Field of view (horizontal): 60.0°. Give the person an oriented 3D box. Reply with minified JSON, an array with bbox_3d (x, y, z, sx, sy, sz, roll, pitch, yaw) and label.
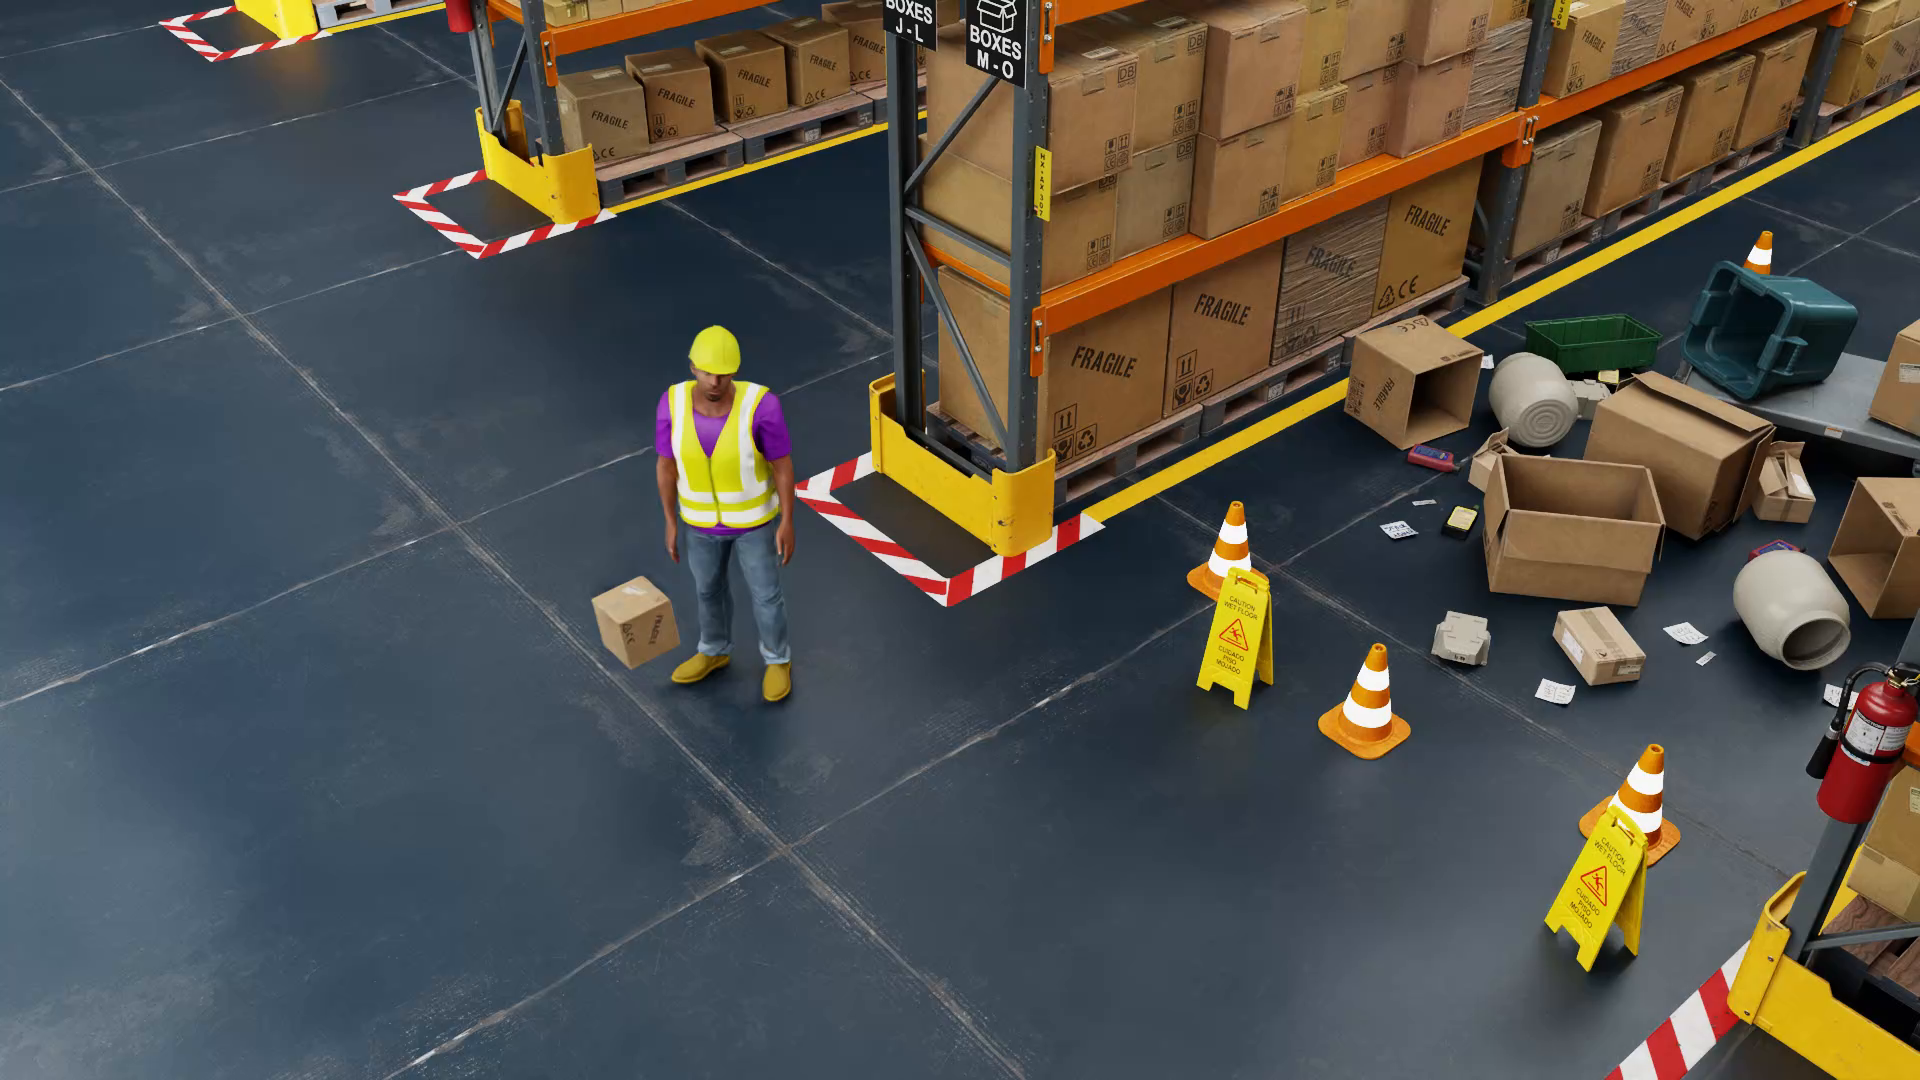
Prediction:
[{"bbox_3d":[-1.013,-0.097,7.152,0.600,1.772,0.400,4,36,6],"label":"person"}]
